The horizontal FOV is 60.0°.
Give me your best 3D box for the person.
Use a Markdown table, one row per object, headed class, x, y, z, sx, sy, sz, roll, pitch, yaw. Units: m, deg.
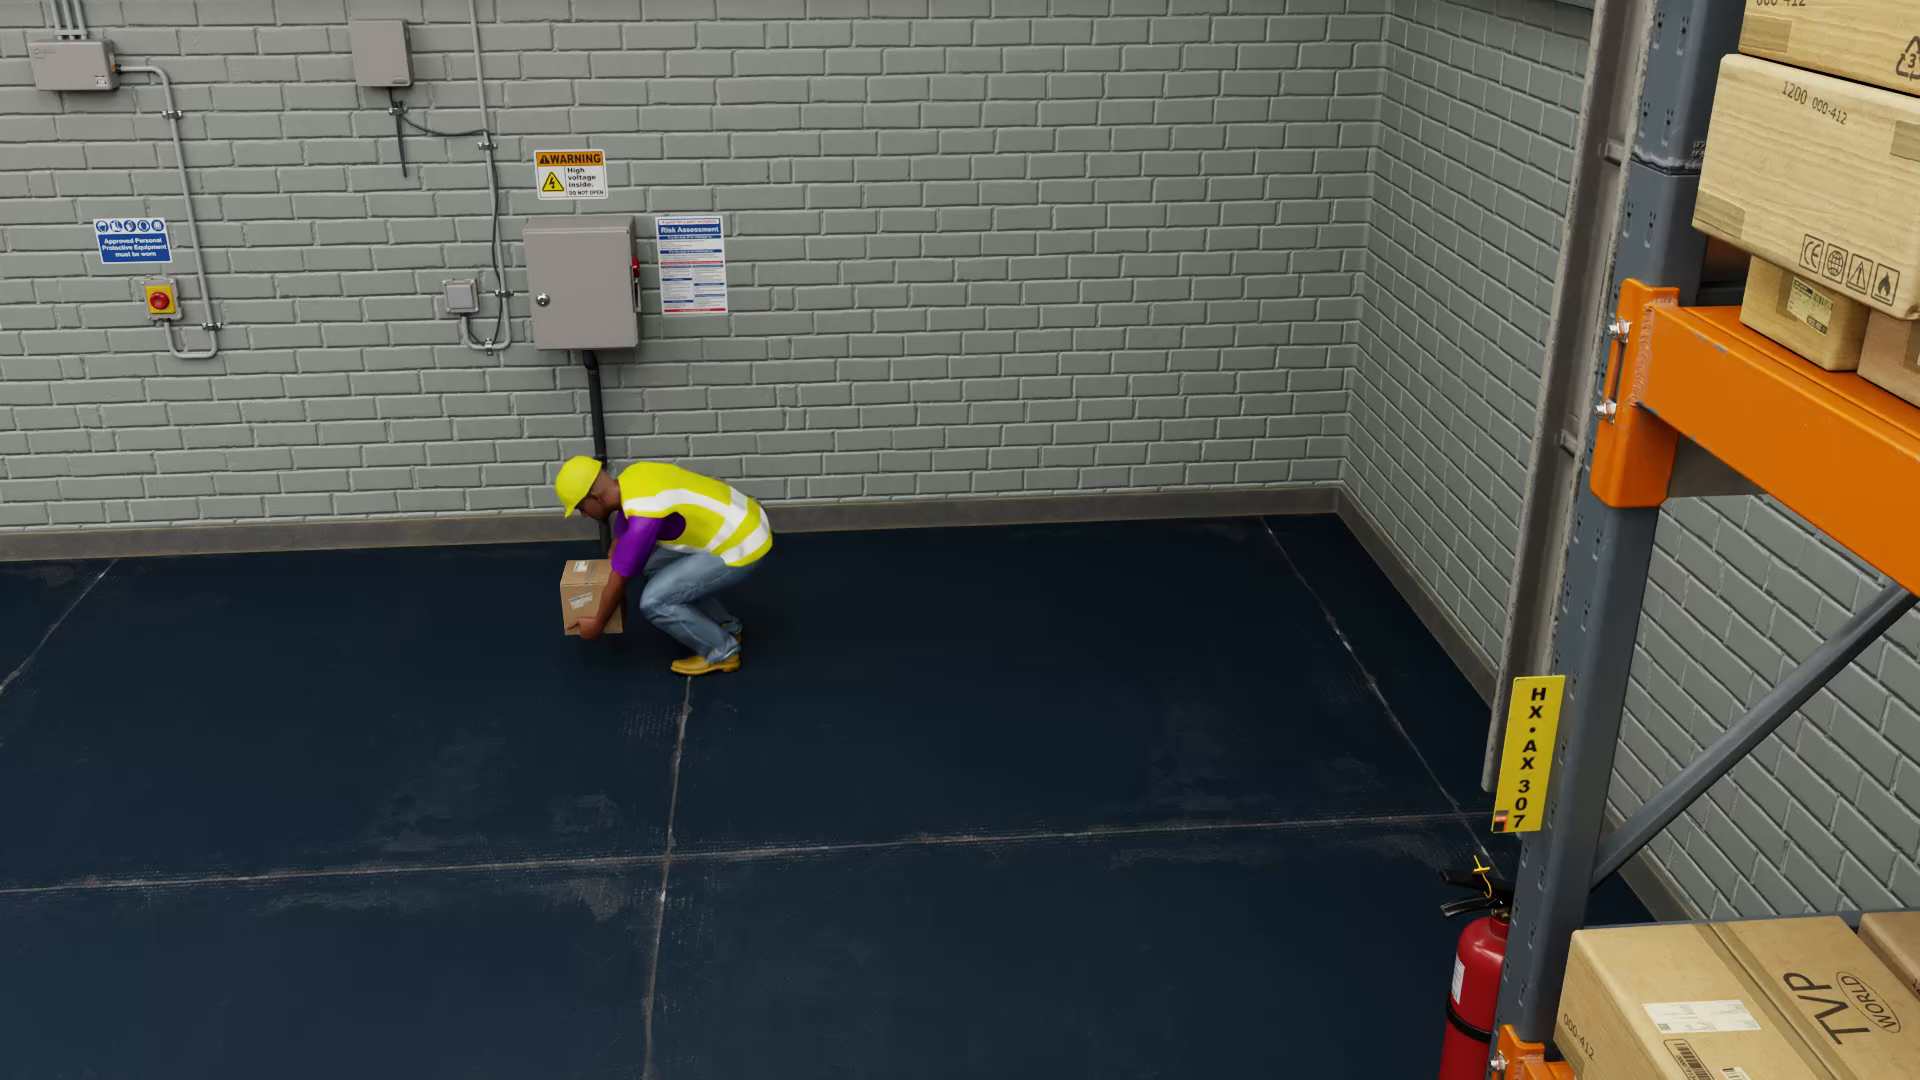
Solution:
| class | x | y | z | sx | sy | sz | roll | pitch | yaw |
| --- | --- | --- | --- | --- | --- | --- | --- | --- | --- |
| person | -1.283 | 0.086 | 7.328 | 0.916 | 1.009 | 0.534 | -3 | 24 | -7 |
